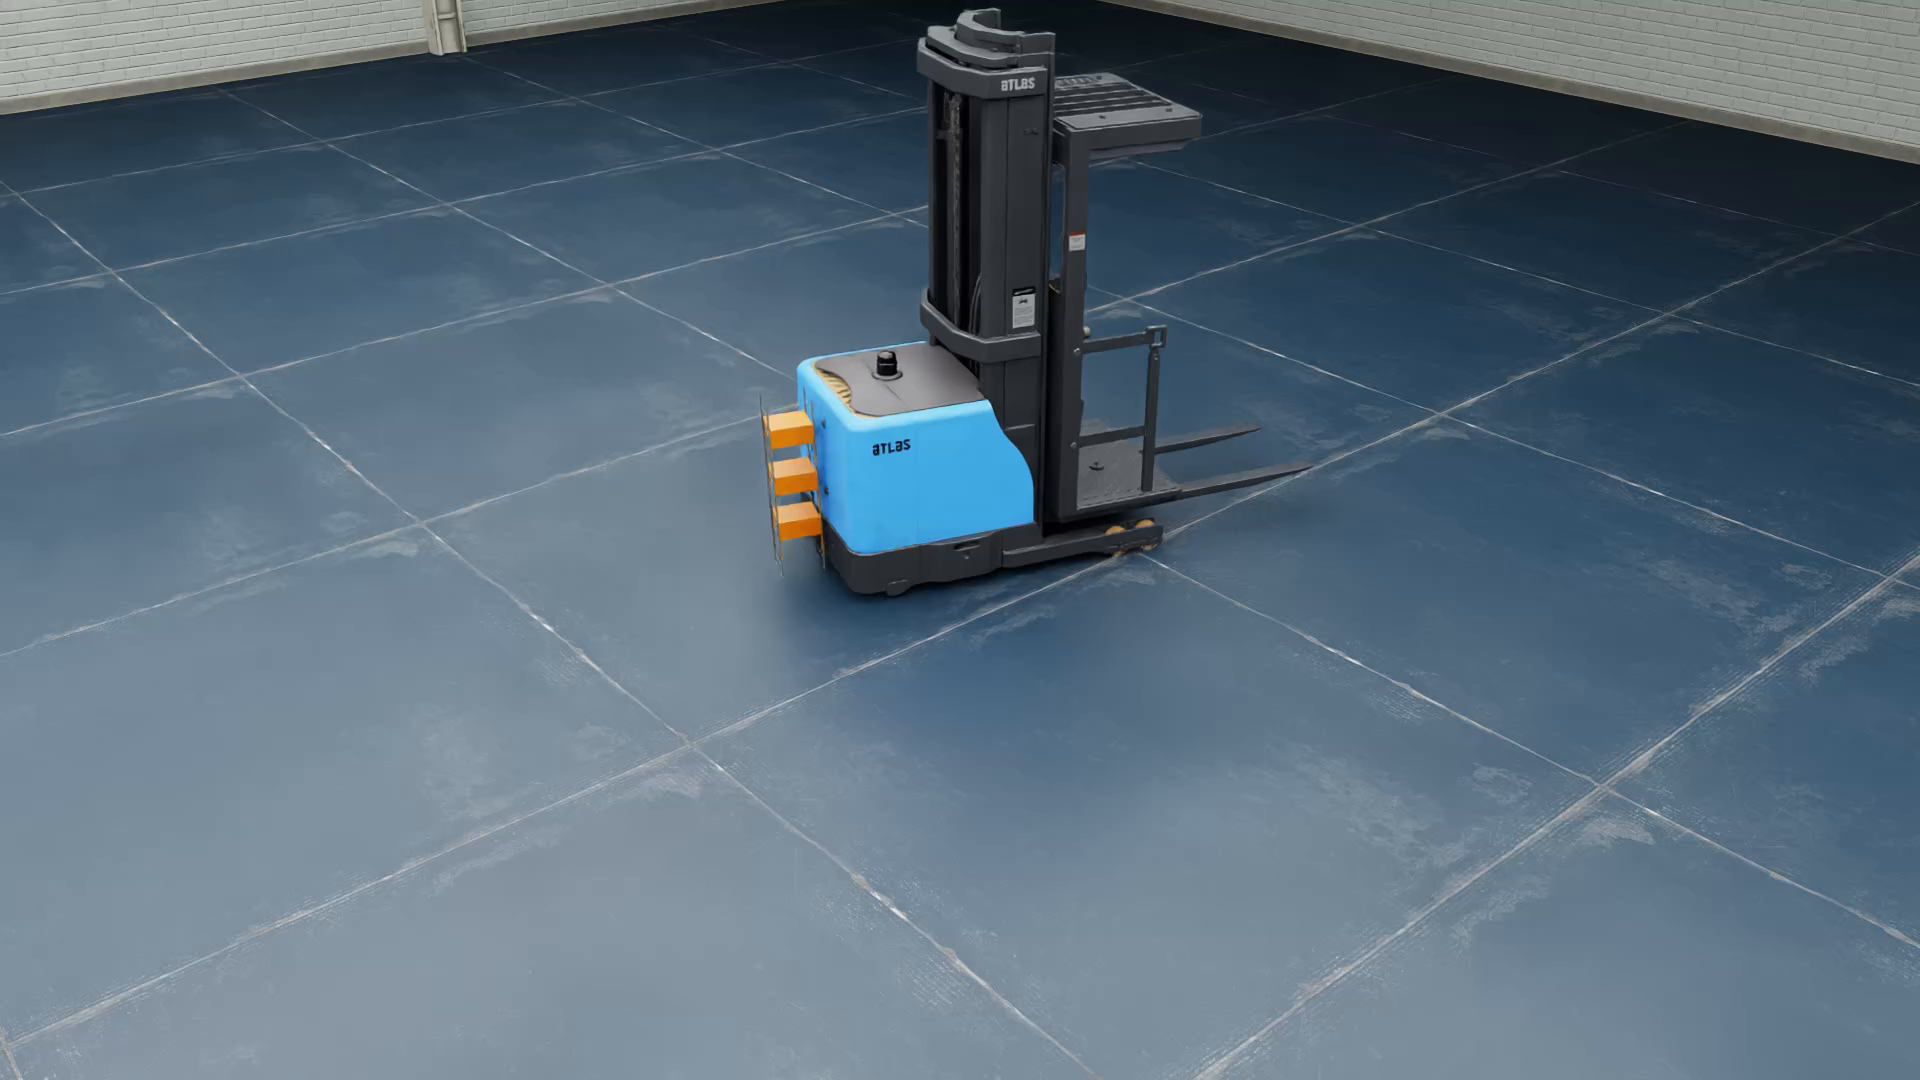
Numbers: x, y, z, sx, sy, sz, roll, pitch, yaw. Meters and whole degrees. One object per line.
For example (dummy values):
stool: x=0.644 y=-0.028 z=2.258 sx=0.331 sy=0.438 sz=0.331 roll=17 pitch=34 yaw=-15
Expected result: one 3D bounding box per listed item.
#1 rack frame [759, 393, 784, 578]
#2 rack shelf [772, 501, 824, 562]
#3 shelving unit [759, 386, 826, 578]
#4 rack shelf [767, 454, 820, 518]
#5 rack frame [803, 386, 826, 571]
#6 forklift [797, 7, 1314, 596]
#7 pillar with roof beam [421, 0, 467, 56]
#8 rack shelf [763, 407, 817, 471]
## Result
rack frame: x=-1.040 y=-0.291 z=9.179 sx=0.008 sy=1.050 sz=0.200 roll=-10 pitch=30 yaw=-14
rack shelf: x=-0.915 y=-0.058 z=9.347 sx=0.240 sy=0.259 sz=0.215 roll=-10 pitch=30 yaw=-14
shelving unit: x=-0.924 y=-0.311 z=9.209 sx=0.252 sy=1.050 sz=0.215 roll=-10 pitch=30 yaw=-14
rack shelf: x=-0.924 y=-0.302 z=9.215 sx=0.240 sy=0.259 sz=0.215 roll=-10 pitch=30 yaw=-14
rack frame: x=-0.808 y=-0.332 z=9.240 sx=0.008 sy=1.050 sz=0.200 roll=-10 pitch=30 yaw=-14
forklift: x=0.633 y=-1.422 z=9.301 sx=3.031 sy=2.935 sz=1.130 roll=-11 pitch=30 yaw=-20
pillar with roof beam: x=-3.867 y=-8.779 z=16.630 sx=0.400 sy=9.000 sz=9.100 roll=-22 pitch=35 yaw=-35
rack shelf: x=-0.932 y=-0.551 z=9.079 sx=0.240 sy=0.259 sz=0.215 roll=-10 pitch=30 yaw=-14
